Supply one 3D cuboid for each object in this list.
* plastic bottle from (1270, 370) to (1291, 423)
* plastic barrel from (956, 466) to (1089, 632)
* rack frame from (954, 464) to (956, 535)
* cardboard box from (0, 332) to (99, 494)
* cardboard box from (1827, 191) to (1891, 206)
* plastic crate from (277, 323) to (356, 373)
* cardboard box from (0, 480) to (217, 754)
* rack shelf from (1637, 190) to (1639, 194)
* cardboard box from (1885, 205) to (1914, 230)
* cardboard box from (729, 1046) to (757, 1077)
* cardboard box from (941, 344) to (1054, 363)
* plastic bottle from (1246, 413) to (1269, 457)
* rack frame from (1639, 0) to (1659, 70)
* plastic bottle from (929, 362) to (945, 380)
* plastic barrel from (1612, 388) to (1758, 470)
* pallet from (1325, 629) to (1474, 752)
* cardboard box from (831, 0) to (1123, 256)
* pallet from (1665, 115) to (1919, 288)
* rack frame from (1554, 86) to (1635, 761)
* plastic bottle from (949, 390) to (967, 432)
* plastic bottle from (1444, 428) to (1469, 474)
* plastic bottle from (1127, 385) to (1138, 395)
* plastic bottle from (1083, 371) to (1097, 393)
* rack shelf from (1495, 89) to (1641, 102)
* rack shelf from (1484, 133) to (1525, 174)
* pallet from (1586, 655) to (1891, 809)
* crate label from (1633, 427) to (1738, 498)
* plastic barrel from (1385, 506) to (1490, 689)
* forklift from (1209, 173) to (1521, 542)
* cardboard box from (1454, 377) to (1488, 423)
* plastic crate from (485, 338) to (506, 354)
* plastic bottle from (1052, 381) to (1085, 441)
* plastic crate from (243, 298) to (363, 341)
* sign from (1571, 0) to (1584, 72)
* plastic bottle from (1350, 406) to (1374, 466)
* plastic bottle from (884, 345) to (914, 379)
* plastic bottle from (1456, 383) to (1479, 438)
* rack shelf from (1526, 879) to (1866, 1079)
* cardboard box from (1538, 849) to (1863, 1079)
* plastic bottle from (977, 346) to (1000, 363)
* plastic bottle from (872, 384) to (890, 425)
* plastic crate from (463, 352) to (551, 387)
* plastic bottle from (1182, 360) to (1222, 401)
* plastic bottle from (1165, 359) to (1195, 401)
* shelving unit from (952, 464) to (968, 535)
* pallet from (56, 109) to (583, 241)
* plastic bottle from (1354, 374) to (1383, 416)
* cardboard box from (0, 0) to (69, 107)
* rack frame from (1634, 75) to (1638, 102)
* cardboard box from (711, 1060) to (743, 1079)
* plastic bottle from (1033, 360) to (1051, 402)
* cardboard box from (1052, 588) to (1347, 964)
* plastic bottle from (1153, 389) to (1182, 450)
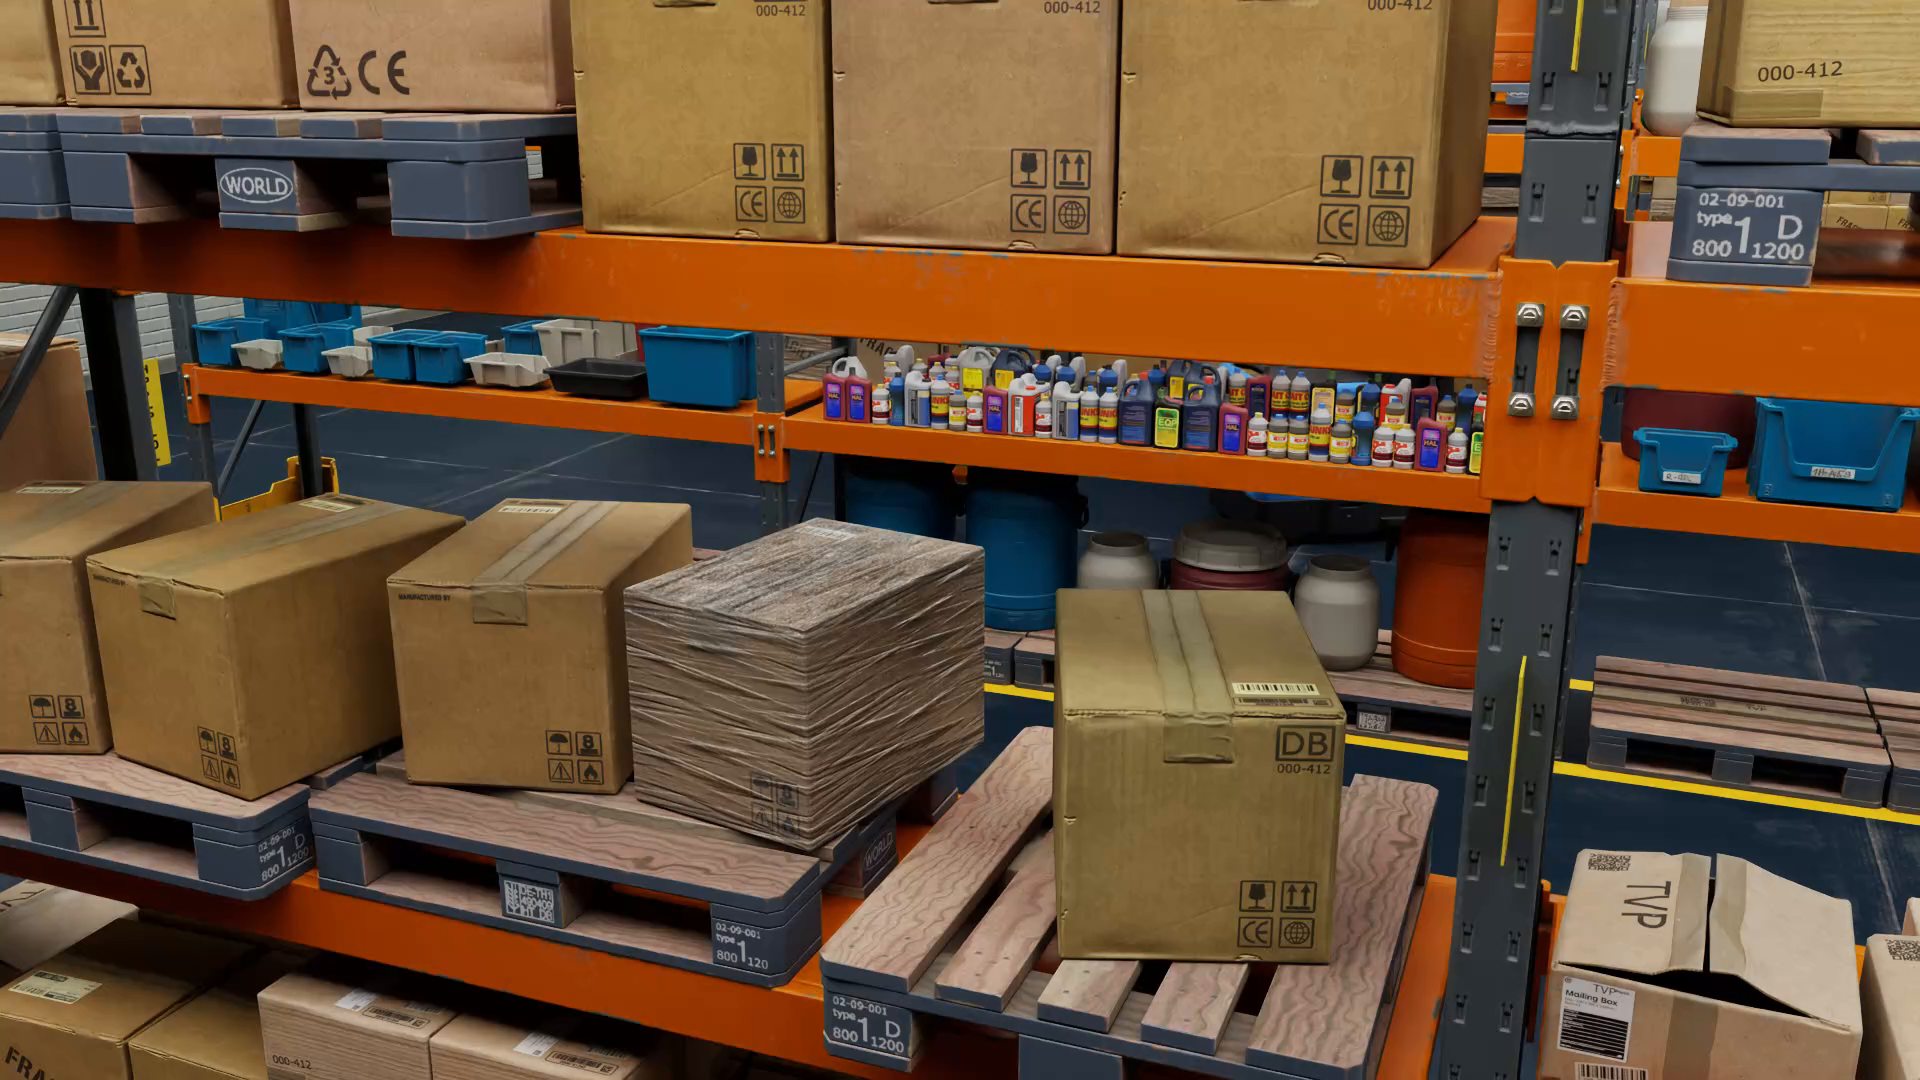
[{"bbox_3d":[1.651,-0.736,8.560,0.097,0.271,0.097,0,16,0],"label":"plastic bottle"},{"bbox_3d":[0.330,-0.027,8.897,0.708,0.901,0.600,6,17,21],"label":"plastic barrel"},{"bbox_3d":[-0.072,-0.584,11.034,0.006,1.200,0.240,6,17,21],"label":"rack frame"},{"bbox_3d":[-2.985,-0.331,4.959,0.500,0.500,0.500,7,18,22],"label":"cardboard box"},{"bbox_3d":[8.462,-3.441,15.674,0.500,0.500,0.700,6,17,20],"label":"cardboard box"},{"bbox_3d":[-3.828,-1.145,9.930,0.300,0.233,0.416,6,17,21],"label":"plastic crate"},{"bbox_3d":[-2.291,0.176,4.256,0.500,0.500,0.700,1,16,2],"label":"cardboard box"},{"bbox_3d":[12.024,-5.149,24.819,4.000,0.370,1.077,6,17,21],"label":"rack shelf"},{"bbox_3d":[8.821,-2.843,15.408,0.500,0.500,0.500,6,17,21],"label":"cardboard box"},{"bbox_3d":[-0.688,1.440,4.528,0.500,0.500,0.500,6,17,19],"label":"cardboard box"},{"bbox_3d":[0.404,-1.520,14.086,0.875,0.875,0.875,6,17,21],"label":"cardboard box"},{"bbox_3d":[1.410,-0.501,7.877,0.097,0.201,0.097,0,16,0],"label":"plastic bottle"},{"bbox_3d":[6.624,-5.998,15.693,0.127,3.000,1.000,6,17,21],"label":"rack frame"},{"bbox_3d":[-0.124,-0.879,9.179,0.097,0.201,0.097,0,16,0],"label":"plastic bottle"},{"bbox_3d":[3.435,-0.653,7.798,0.708,0.536,0.600,6,17,21],"label":"plastic barrel"},{"bbox_3d":[2.144,0.713,8.339,1.213,0.211,1.003,6,17,21],"label":"pallet"},{"bbox_3d":[0.179,-0.849,3.157,0.500,0.500,0.910,6,17,21],"label":"cardboard box"},{"bbox_3d":[1.736,-0.576,2.735,1.003,0.211,1.213,7,18,23],"label":"pallet"},{"bbox_3d":[2.893,-0.556,7.710,0.127,3.000,1.000,6,17,21],"label":"rack frame"},{"bbox_3d":[-0.009,-0.658,8.415,0.097,0.201,0.097,0,16,0],"label":"plastic bottle"},{"bbox_3d":[2.259,-0.408,7.556,0.097,0.201,0.097,0,16,0],"label":"plastic bottle"},{"bbox_3d":[0.871,-0.638,8.220,0.097,0.271,0.097,0,16,0],"label":"plastic bottle"},{"bbox_3d":[0.709,-0.806,8.926,0.097,0.201,0.097,0,16,0],"label":"plastic bottle"},{"bbox_3d":[4.763,-4.417,16.917,4.000,0.370,1.077,6,17,21],"label":"rack shelf"},{"bbox_3d":[1.032,-1.856,8.096,4.000,0.370,1.077,6,17,21],"label":"rack shelf"},{"bbox_3d":[3.599,0.872,7.791,1.213,0.211,1.003,6,17,21],"label":"pallet"},{"bbox_3d":[3.147,-0.336,7.250,0.416,0.233,0.303,6,17,21],"label":"crate label"},{"bbox_3d":[2.431,0.239,8.111,0.708,0.830,0.600,6,17,21],"label":"plastic barrel"},{"bbox_3d":[3.345,-1.573,11.333,3.031,2.935,1.130,-3,16,-10],"label":"forklift"},{"bbox_3d":[4.076,-1.098,12.634,0.875,0.875,1.225,5,17,18],"label":"cardboard box"},{"bbox_3d":[-2.910,-1.159,10.152,0.250,0.136,0.298,6,17,21],"label":"plastic crate"},{"bbox_3d":[0.539,-0.641,8.225,0.135,0.276,0.152,6,17,21],"label":"plastic bottle"},{"bbox_3d":[-4.169,-1.435,10.564,0.499,0.435,0.616,6,17,21],"label":"plastic crate"},{"bbox_3d":[0.871,-0.820,2.311,0.005,0.325,0.100,6,17,21],"label":"sign"},{"bbox_3d":[1.863,-0.485,7.696,0.097,0.271,0.097,0,16,0],"label":"plastic bottle"},{"bbox_3d":[-0.343,-0.949,9.286,0.135,0.276,0.152,6,17,21],"label":"plastic bottle"},{"bbox_3d":[2.511,-0.642,8.234,0.097,0.271,0.097,0,16,0],"label":"plastic bottle"},{"bbox_3d":[2.932,1.278,2.681,4.000,0.370,1.077,6,17,21],"label":"rack shelf"},{"bbox_3d":[1.394,0.819,3.131,0.500,0.311,0.500,7,18,24],"label":"cardboard box"},{"bbox_3d":[0.147,-0.933,9.094,0.185,0.351,0.144,6,17,21],"label":"plastic bottle"},{"bbox_3d":[-0.406,-0.701,8.565,0.097,0.201,0.097,0,16,0],"label":"plastic bottle"},{"bbox_3d":[-2.559,-0.968,9.492,0.466,0.136,0.293,6,17,21],"label":"plastic crate"},{"bbox_3d":[1.241,-0.767,8.523,0.185,0.351,0.144,6,17,21],"label":"plastic bottle"},{"bbox_3d":[1.171,-0.820,8.706,0.185,0.351,0.144,6,17,21],"label":"plastic bottle"},{"bbox_3d":[0.013,-0.575,11.001,0.189,1.200,0.258,6,17,21],"label":"shelving unit"},{"bbox_3d":[-1.103,-0.841,3.648,1.003,0.211,1.213,6,17,21],"label":"pallet"},{"bbox_3d":[2.070,-0.701,8.418,0.133,0.283,0.061,6,17,21],"label":"plastic bottle"},{"bbox_3d":[-2.208,-1.349,3.947,0.600,0.600,0.600,5,17,15],"label":"cardboard box"},{"bbox_3d":[4.710,-1.841,12.134,0.127,3.000,1.000,6,17,21],"label":"rack frame"},{"bbox_3d":[-0.856,1.577,4.055,0.500,0.500,0.500,6,17,19],"label":"cardboard box"},{"bbox_3d":[0.437,-0.824,8.862,0.097,0.271,0.097,0,16,0],"label":"plastic bottle"},{"bbox_3d":[0.444,0.443,3.334,0.500,0.500,0.700,1,16,2],"label":"cardboard box"},{"bbox_3d":[1.000,-0.580,8.002,0.133,0.283,0.061,6,17,21],"label":"plastic bottle"}]
